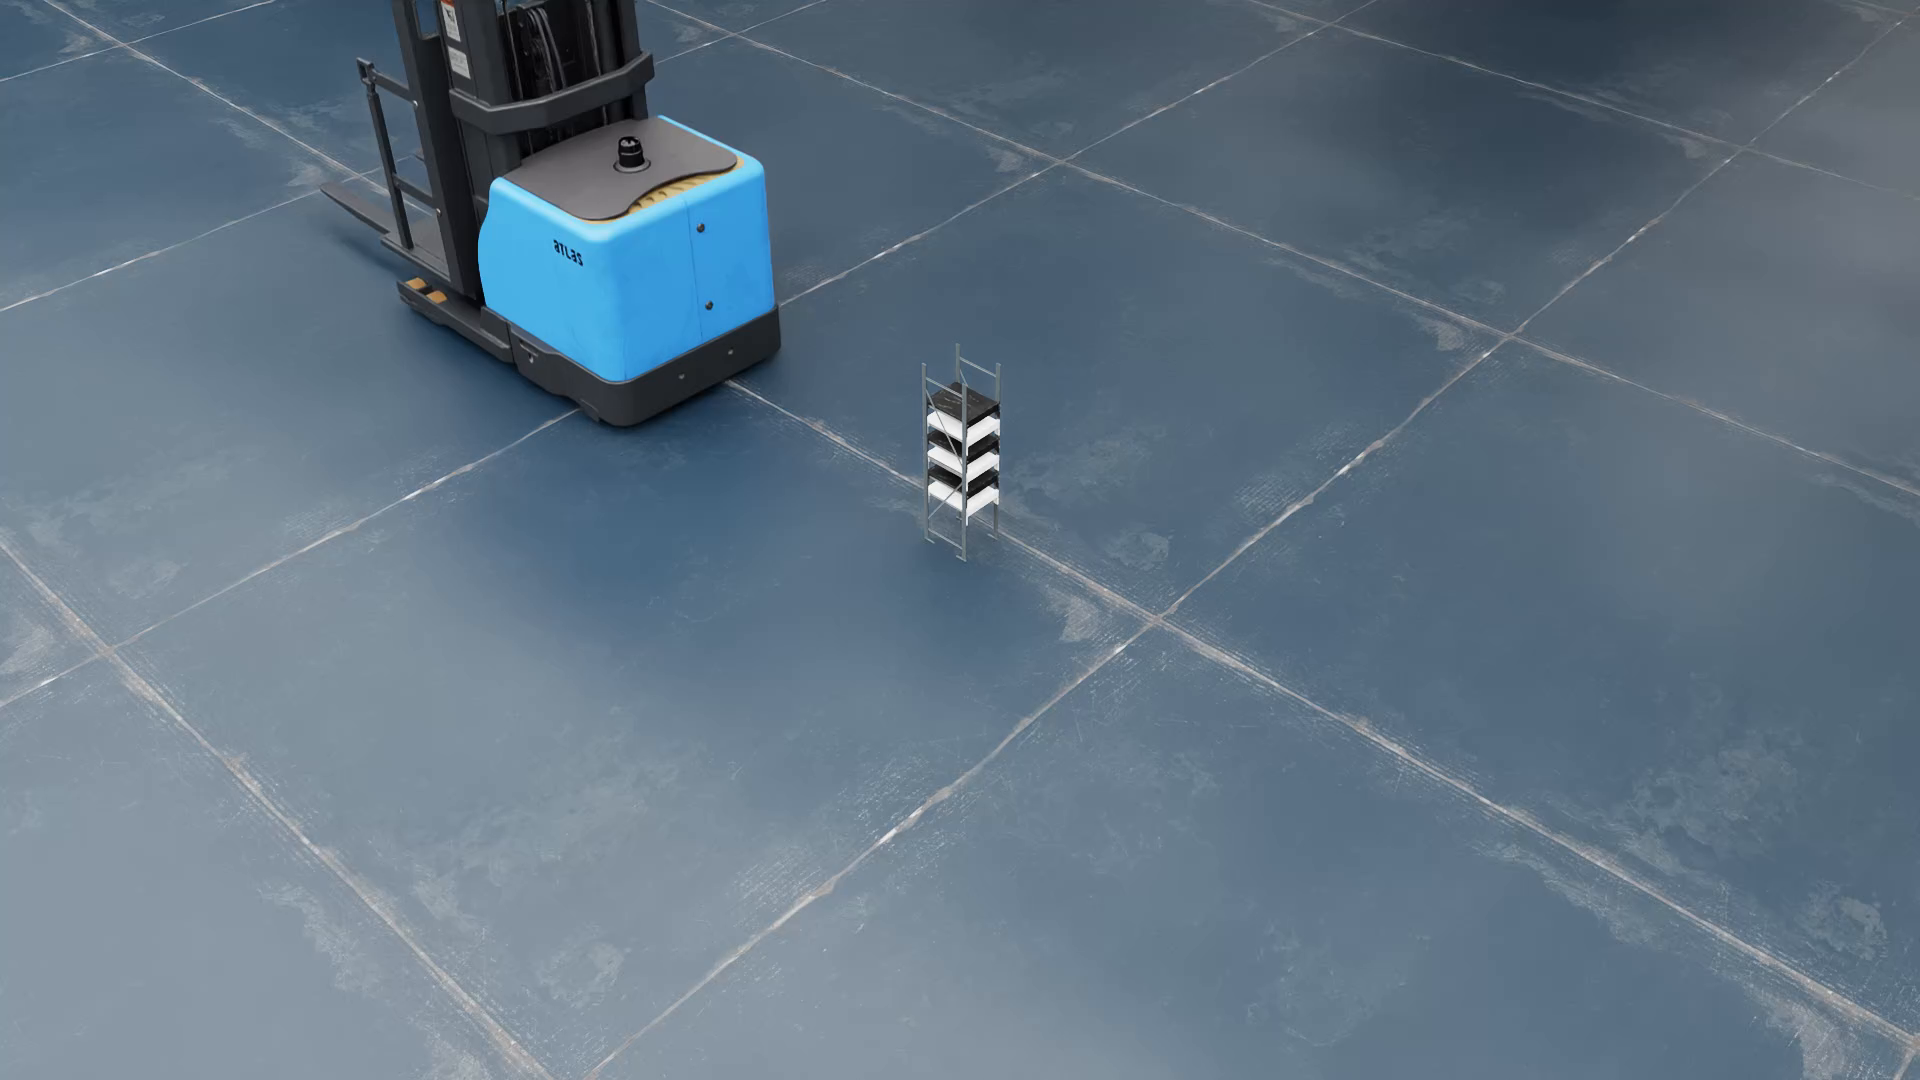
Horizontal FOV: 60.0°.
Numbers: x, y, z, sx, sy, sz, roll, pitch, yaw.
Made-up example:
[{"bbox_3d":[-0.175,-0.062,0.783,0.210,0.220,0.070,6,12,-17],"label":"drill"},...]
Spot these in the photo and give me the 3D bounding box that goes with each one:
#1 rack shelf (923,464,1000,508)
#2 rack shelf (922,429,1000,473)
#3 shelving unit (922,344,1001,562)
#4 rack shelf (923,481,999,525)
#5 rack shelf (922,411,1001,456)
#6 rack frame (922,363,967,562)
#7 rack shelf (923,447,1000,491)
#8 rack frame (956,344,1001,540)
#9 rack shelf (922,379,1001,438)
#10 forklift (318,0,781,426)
[{"bbox_3d":[0.005,-0.259,7.051,0.258,0.077,0.200,30,47,32],"label":"rack shelf"},{"bbox_3d":[0.005,-0.400,6.939,0.258,0.077,0.200,30,47,32],"label":"rack shelf"},{"bbox_3d":[0.005,-0.356,6.975,0.258,0.900,0.210,30,47,32],"label":"shelving unit"},{"bbox_3d":[0.005,-0.189,7.107,0.258,0.077,0.200,30,47,32],"label":"rack shelf"},{"bbox_3d":[0.005,-0.471,6.883,0.258,0.077,0.200,30,47,32],"label":"rack shelf"},{"bbox_3d":[-0.063,-0.309,6.916,0.240,0.900,0.006,30,47,32],"label":"rack frame"},{"bbox_3d":[0.005,-0.330,6.995,0.258,0.077,0.200,30,47,32],"label":"rack shelf"},{"bbox_3d":[0.074,-0.403,7.033,0.240,0.900,0.006,30,47,32],"label":"rack frame"},{"bbox_3d":[0.005,-0.541,6.827,0.258,0.077,0.200,30,47,32],"label":"rack shelf"},{"bbox_3d":[-2.312,-2.484,8.019,3.031,2.935,1.130,31,48,33],"label":"forklift"}]
